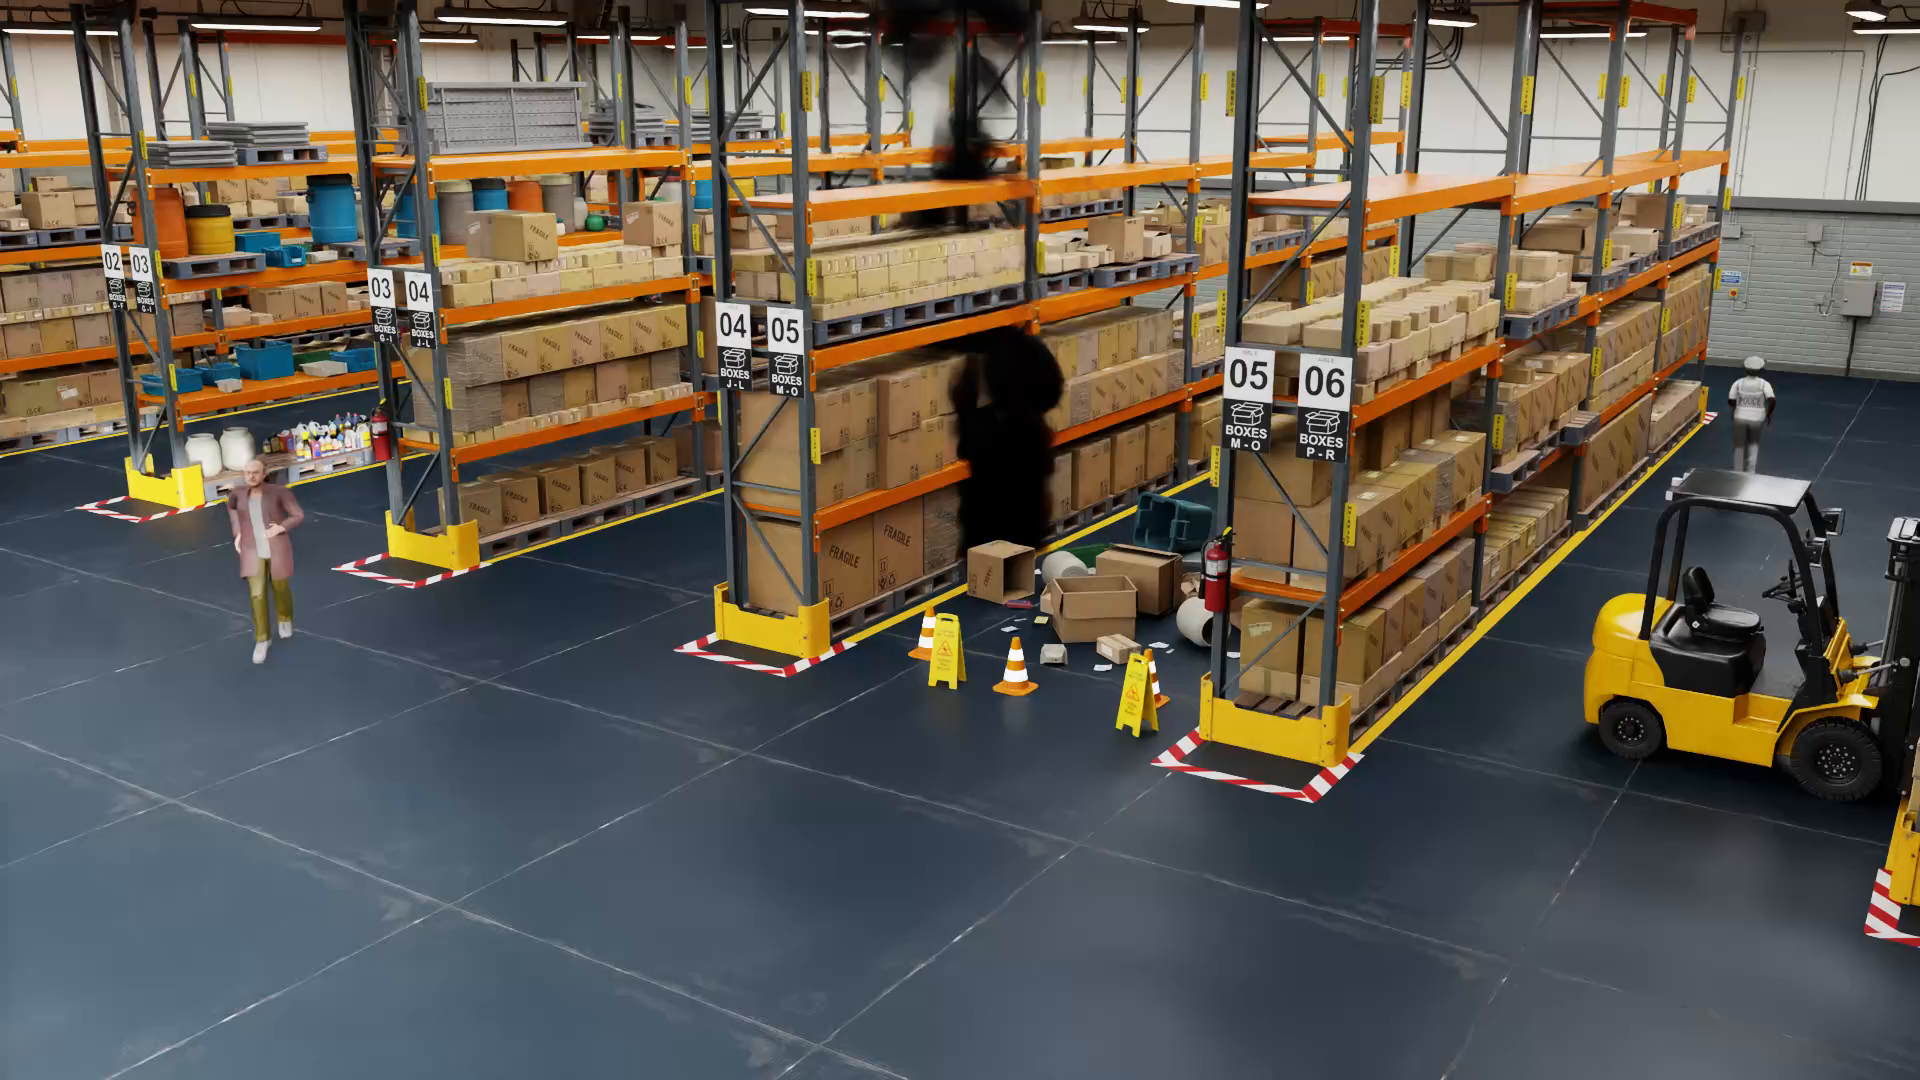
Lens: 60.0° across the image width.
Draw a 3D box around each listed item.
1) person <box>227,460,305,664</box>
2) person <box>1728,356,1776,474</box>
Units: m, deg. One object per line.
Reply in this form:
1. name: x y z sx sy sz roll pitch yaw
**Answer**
1. person: -6.377 0.135 15.354 0.693 1.819 0.868 -4 16 -14
2. person: 10.337 -1.583 21.779 0.560 1.660 0.599 7 17 22
